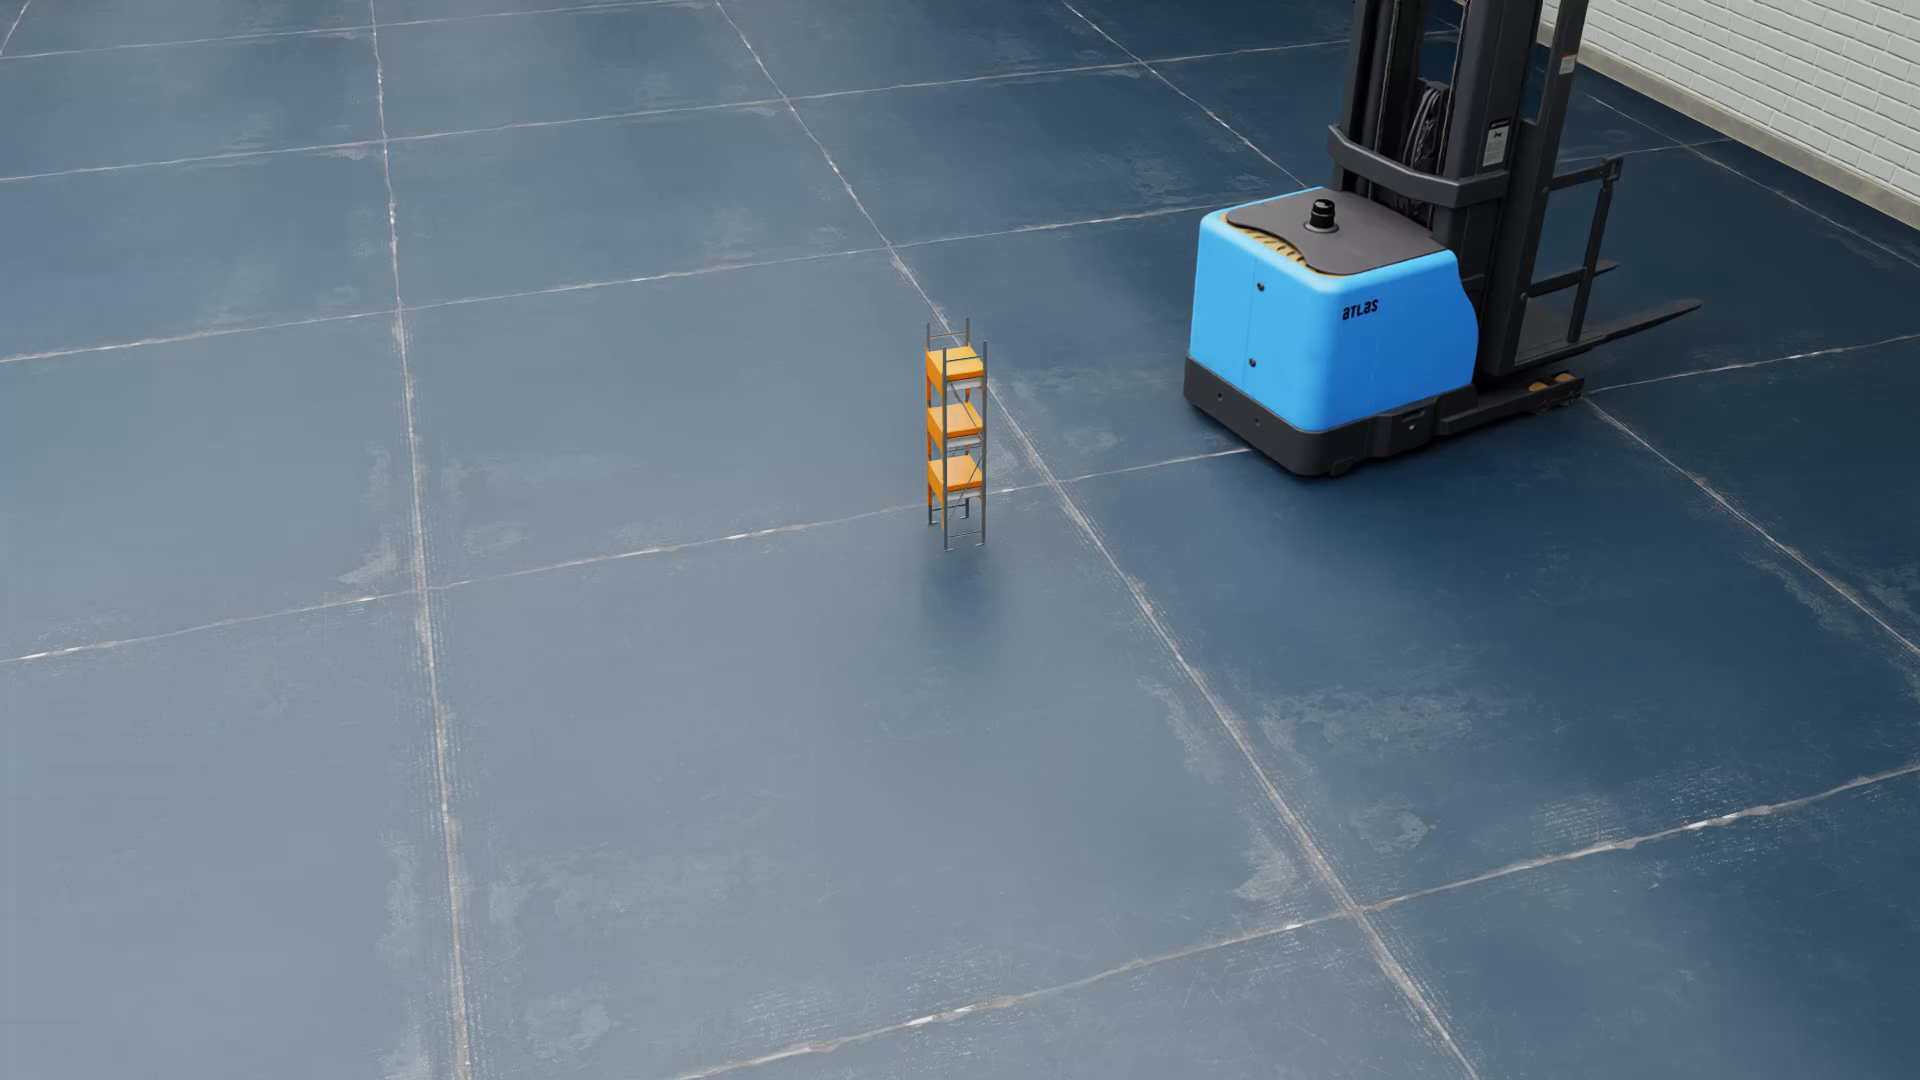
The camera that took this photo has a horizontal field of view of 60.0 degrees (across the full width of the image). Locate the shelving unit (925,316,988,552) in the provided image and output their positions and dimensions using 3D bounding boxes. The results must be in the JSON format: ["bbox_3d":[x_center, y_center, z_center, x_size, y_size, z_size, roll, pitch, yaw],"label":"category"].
[{"bbox_3d":[-0.016,-0.466,7.503,0.215,1.050,0.252,-10,35,-15],"label":"shelving unit"}]

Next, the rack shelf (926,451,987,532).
[{"bbox_3d":[-0.016,-0.225,7.662,0.215,0.259,0.240,-10,35,-15],"label":"rack shelf"}]

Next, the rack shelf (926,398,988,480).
[{"bbox_3d":[-0.016,-0.457,7.509,0.215,0.259,0.240,-10,35,-15],"label":"rack shelf"}]

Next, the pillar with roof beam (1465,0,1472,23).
[{"bbox_3d":[0.555,-7.527,10.979,9.100,9.000,0.400,-10,35,-15],"label":"pillar with roof beam"}]

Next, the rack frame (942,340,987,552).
[{"bbox_3d":[0.021,-0.402,7.406,0.200,1.050,0.008,-10,35,-15],"label":"rack frame"}]

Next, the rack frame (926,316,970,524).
[{"bbox_3d":[-0.054,-0.530,7.600,0.200,1.050,0.008,-10,35,-15],"label":"rack frame"}]

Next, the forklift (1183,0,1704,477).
[{"bbox_3d":[2.714,-2.119,8.298,3.031,2.935,1.130,-18,37,-25],"label":"forklift"}]

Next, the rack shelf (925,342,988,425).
[{"bbox_3d":[-0.016,-0.694,7.352,0.215,0.259,0.240,-10,35,-15],"label":"rack shelf"}]
